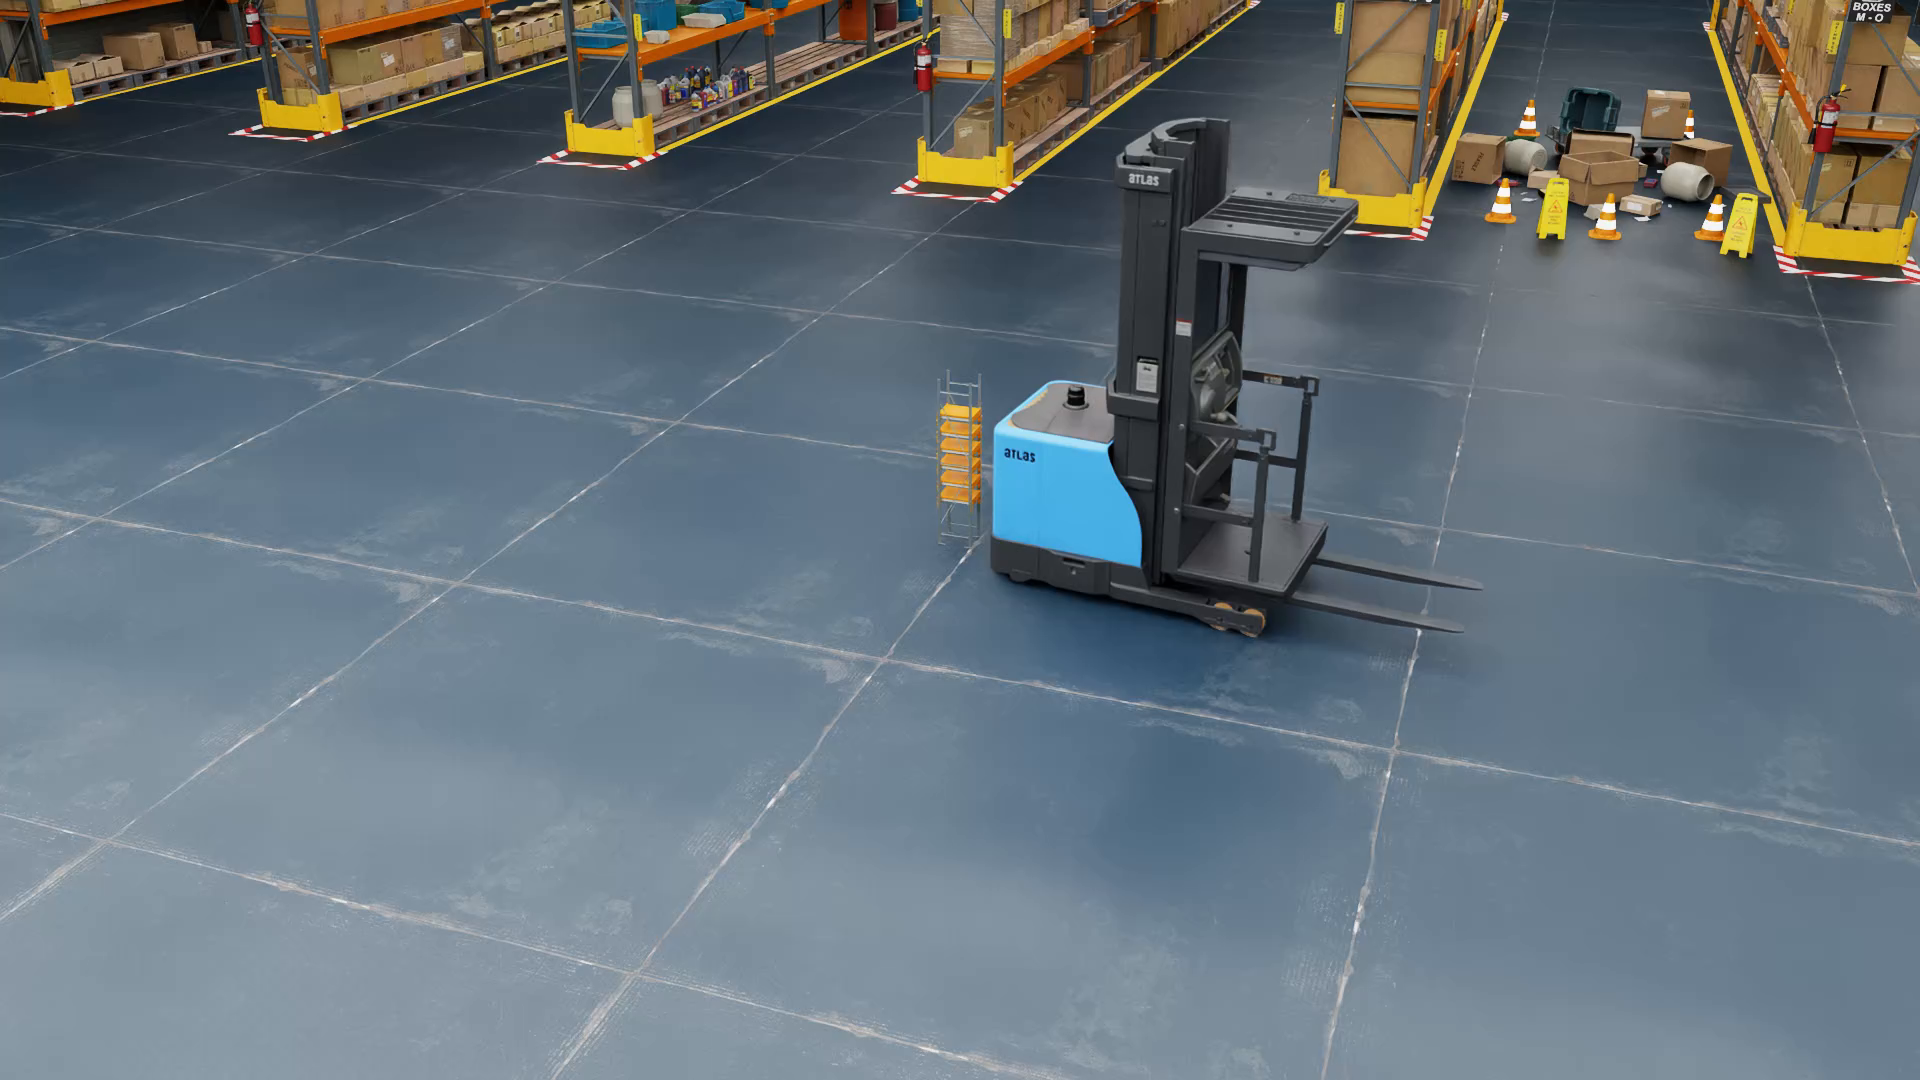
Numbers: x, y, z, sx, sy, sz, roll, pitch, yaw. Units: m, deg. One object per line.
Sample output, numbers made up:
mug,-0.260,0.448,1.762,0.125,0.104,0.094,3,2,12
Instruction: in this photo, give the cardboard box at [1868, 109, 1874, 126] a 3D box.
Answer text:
cardboard box,9.765,-4.446,17.502,0.380,0.149,0.250,9,27,18

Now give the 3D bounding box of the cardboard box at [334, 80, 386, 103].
cardboard box,-8.748,-6.564,24.263,0.500,0.250,0.500,9,27,17

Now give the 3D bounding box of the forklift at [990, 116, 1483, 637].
forklift,1.757,-0.988,10.150,3.031,2.935,1.130,12,28,23

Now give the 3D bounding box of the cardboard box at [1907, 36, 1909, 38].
cardboard box,10.471,-5.521,18.979,0.500,0.500,0.500,10,27,19

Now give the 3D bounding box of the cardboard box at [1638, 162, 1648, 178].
cardboard box,8.423,-4.733,20.945,0.258,0.266,0.396,-9,27,-18

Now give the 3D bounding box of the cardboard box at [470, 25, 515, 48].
cardboard box,-7.596,-8.200,26.998,0.500,0.311,0.500,9,27,18

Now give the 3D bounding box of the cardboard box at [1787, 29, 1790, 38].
cardboard box,10.733,-6.421,21.099,0.380,0.149,0.250,8,27,16

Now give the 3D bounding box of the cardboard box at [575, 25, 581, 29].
cardboard box,-6.920,-8.788,28.854,0.500,0.250,0.500,9,27,19

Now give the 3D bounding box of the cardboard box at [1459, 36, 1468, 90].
cardboard box,7.060,-7.247,25.098,1.050,0.750,0.750,8,27,17

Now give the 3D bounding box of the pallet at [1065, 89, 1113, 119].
pallet,1.630,-6.490,24.635,1.003,0.211,1.213,9,27,17

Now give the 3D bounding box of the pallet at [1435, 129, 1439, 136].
pallet,6.202,-5.737,23.079,1.003,0.211,1.213,9,27,17

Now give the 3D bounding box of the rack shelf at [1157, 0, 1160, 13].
rack shelf,3.369,-9.566,28.615,1.077,0.370,4.000,9,27,17

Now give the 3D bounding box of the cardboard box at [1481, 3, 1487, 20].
cardboard box,8.485,-8.801,27.734,0.500,0.250,0.500,10,28,20

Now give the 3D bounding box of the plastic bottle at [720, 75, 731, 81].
plastic bottle,-3.453,-6.741,24.574,0.152,0.276,0.135,9,27,17

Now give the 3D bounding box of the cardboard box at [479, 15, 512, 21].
cardboard box,-7.768,-8.694,28.017,0.500,0.311,0.500,9,27,17

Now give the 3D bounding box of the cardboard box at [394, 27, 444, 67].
cardboard box,-8.256,-7.519,25.375,0.500,0.500,0.500,9,27,17

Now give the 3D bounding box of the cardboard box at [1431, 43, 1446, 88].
cardboard box,5.233,-5.687,19.606,0.875,0.550,0.550,9,27,17

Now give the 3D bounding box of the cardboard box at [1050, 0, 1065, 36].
cardboard box,0.893,-7.007,22.047,0.875,0.500,0.500,9,27,17

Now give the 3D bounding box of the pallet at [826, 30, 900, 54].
pallet,-1.744,-8.861,29.533,1.003,0.211,1.213,9,27,17

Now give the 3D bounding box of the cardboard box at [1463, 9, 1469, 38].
cardboard box,6.612,-7.093,22.567,0.500,0.500,0.500,9,27,18

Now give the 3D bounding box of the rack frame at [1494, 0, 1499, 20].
rack frame,10.009,-11.595,31.979,1.000,3.000,0.127,9,27,17

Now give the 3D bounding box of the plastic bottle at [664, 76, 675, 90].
plastic bottle,-4.224,-6.548,24.091,0.144,0.351,0.185,10,28,20

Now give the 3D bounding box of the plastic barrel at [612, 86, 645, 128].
plastic barrel,-4.482,-5.850,22.486,0.421,0.512,0.421,0,26,0

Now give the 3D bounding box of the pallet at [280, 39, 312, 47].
pallet,-11.979,-9.147,30.124,1.003,0.211,1.213,9,27,17

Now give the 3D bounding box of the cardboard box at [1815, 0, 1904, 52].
cardboard box,9.526,-5.421,17.624,0.700,0.500,0.500,9,27,18

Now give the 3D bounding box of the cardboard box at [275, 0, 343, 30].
cardboard box,-9.132,-7.454,23.311,0.700,0.500,0.500,9,27,17

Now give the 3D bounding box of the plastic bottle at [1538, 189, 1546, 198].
plastic bottle,7.051,-4.181,20.039,0.133,0.061,0.283,0,26,-1

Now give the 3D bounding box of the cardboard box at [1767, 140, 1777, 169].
cardboard box,10.267,-4.735,20.485,0.500,0.250,0.500,7,27,15

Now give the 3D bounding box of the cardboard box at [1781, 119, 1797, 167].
cardboard box,9.926,-4.638,19.424,0.500,0.500,0.500,10,28,20

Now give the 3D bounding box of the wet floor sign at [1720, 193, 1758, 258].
wet floor sign,8.314,-3.361,17.675,0.267,0.644,0.232,20,32,35

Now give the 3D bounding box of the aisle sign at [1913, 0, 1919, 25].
aisle sign,9.658,-5.443,16.291,0.394,0.787,0.004,9,27,17

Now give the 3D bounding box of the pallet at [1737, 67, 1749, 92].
pallet,12.790,-7.189,26.079,1.003,0.211,1.213,9,27,17

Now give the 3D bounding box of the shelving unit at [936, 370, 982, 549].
shelving unit,-0.005,-0.534,11.200,0.258,1.200,0.189,9,27,17

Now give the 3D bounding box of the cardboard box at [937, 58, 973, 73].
cardboard box,-0.058,-5.815,20.329,0.380,0.149,0.250,9,27,17

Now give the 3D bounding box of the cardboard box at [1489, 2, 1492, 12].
cardboard box,9.401,-9.655,30.080,0.380,0.149,0.250,9,27,19

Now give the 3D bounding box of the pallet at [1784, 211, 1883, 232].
pallet,9.716,-3.448,18.354,1.003,0.211,1.213,9,27,17

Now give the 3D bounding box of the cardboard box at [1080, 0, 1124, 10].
cardboard box,1.769,-8.190,23.776,1.000,1.000,1.000,9,27,18

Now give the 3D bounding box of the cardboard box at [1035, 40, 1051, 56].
cardboard box,0.952,-6.352,21.440,0.380,0.149,0.250,9,27,17

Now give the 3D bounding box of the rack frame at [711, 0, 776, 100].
rack frame,-3.298,-8.143,24.849,1.000,3.000,0.127,9,27,17

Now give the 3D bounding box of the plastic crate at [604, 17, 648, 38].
plastic crate,-4.523,-6.947,22.550,0.499,0.251,0.408,9,27,17

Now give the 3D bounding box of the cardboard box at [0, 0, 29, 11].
cardboard box,-13.999,-8.097,24.905,0.500,0.250,0.500,9,27,18

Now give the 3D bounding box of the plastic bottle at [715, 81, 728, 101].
plastic bottle,-3.470,-6.531,24.140,0.152,0.276,0.135,9,27,18

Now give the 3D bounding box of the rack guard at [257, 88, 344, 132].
rack guard,-9.307,-6.084,23.465,1.175,0.500,0.348,9,27,17

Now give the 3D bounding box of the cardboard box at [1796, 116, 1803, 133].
cardboard box,9.642,-4.663,18.731,0.380,0.149,0.250,10,28,20

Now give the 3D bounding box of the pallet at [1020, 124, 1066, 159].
pallet,0.778,-5.385,22.354,1.003,0.211,1.213,9,27,17

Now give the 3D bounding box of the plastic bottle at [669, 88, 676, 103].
plastic bottle,-4.152,-6.402,23.960,0.097,0.201,0.097,0,26,0

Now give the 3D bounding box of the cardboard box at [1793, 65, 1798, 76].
cardboard box,10.275,-5.680,20.051,0.380,0.149,0.250,10,27,19

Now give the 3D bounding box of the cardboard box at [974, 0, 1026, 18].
cardboard box,0.481,-6.596,20.051,0.500,0.500,0.500,9,27,17

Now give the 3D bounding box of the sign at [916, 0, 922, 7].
sign,-0.475,-6.533,19.833,0.100,0.325,0.005,9,27,17

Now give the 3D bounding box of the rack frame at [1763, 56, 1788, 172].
rack frame,10.718,-5.987,20.397,1.000,3.000,0.127,9,27,17

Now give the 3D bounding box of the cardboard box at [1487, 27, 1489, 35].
cardboard box,9.191,-9.069,29.553,0.380,0.149,0.250,10,27,19

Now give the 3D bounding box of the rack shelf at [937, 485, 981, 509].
rack shelf,-0.005,-0.278,11.324,0.258,0.103,0.180,9,27,17

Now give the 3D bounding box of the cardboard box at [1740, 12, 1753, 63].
cardboard box,13.249,-8.241,27.009,0.875,0.875,0.875,10,27,19
